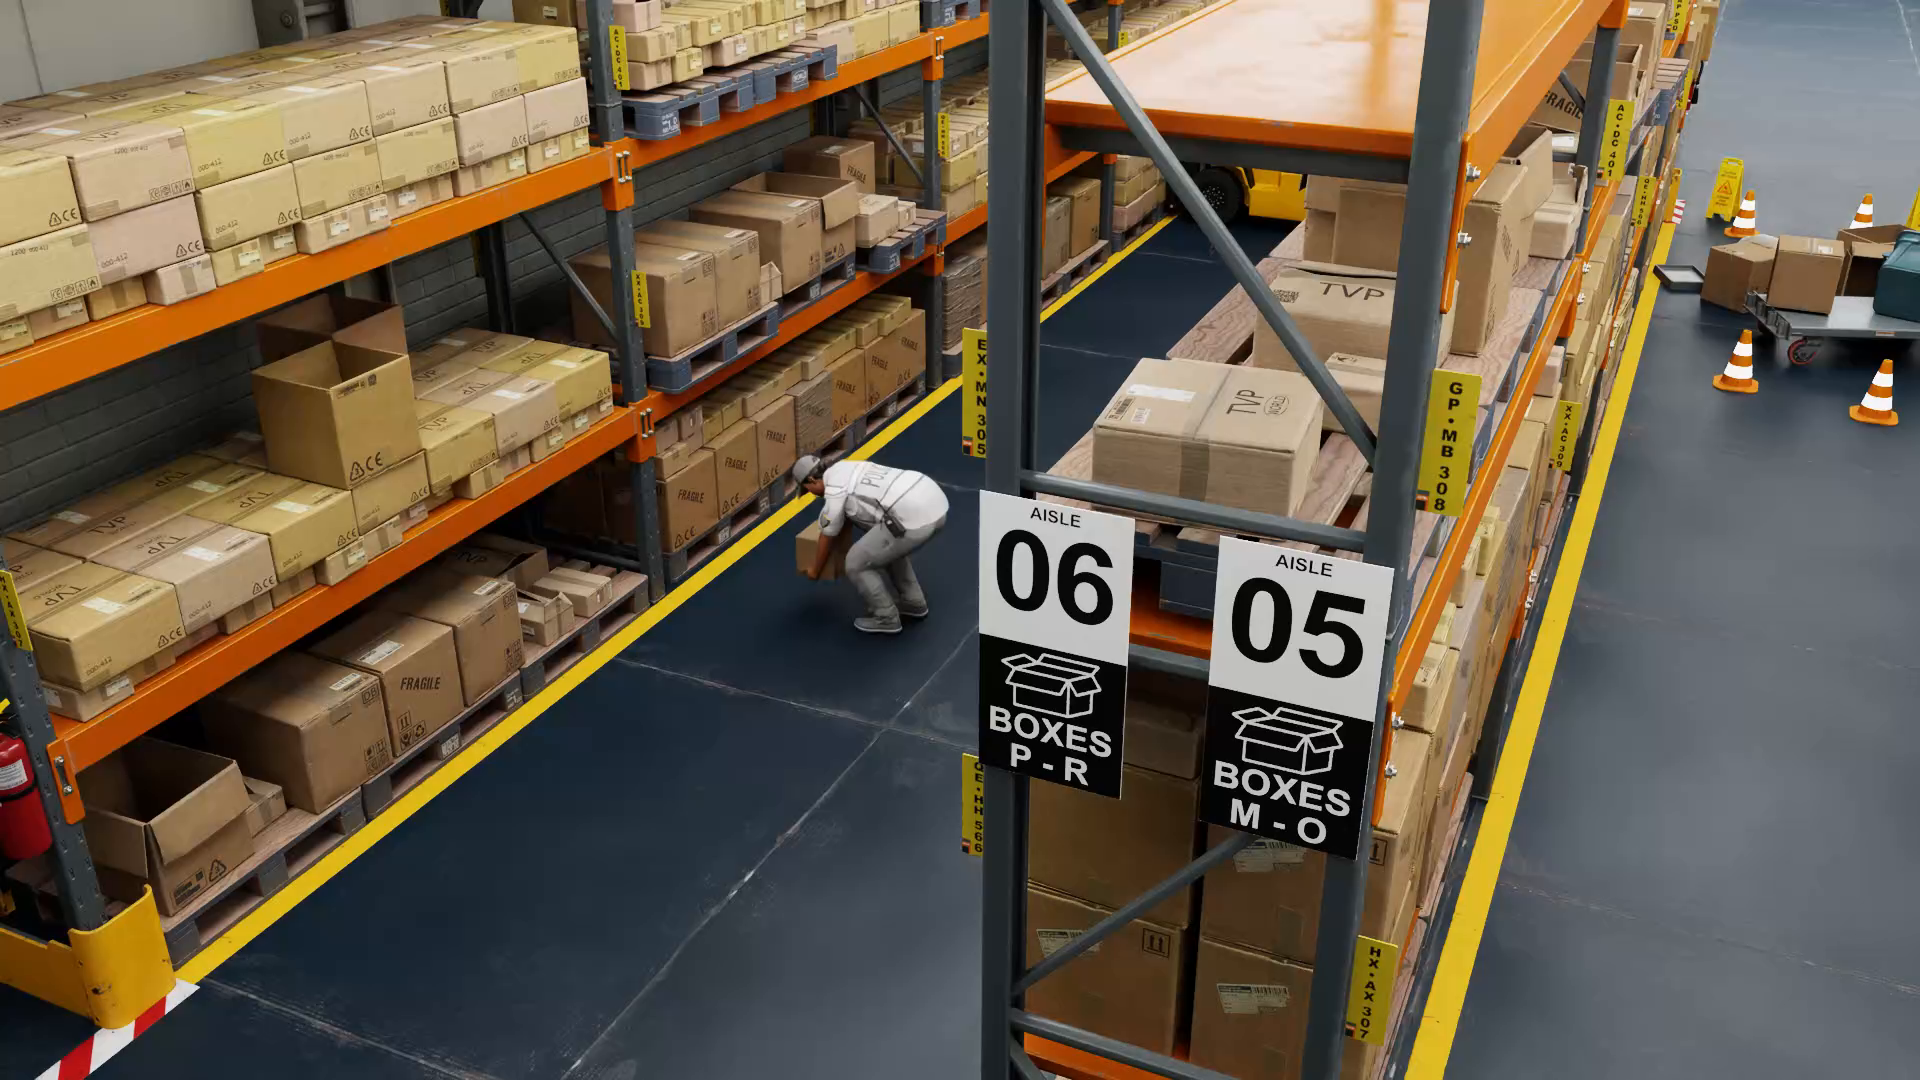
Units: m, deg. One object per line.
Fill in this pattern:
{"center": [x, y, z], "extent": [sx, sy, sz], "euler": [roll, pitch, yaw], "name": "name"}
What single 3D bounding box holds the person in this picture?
{"center": [-0.545, 0.013, 9.824], "extent": [0.916, 1.015, 0.501], "euler": [10, 28, 19], "name": "person"}
